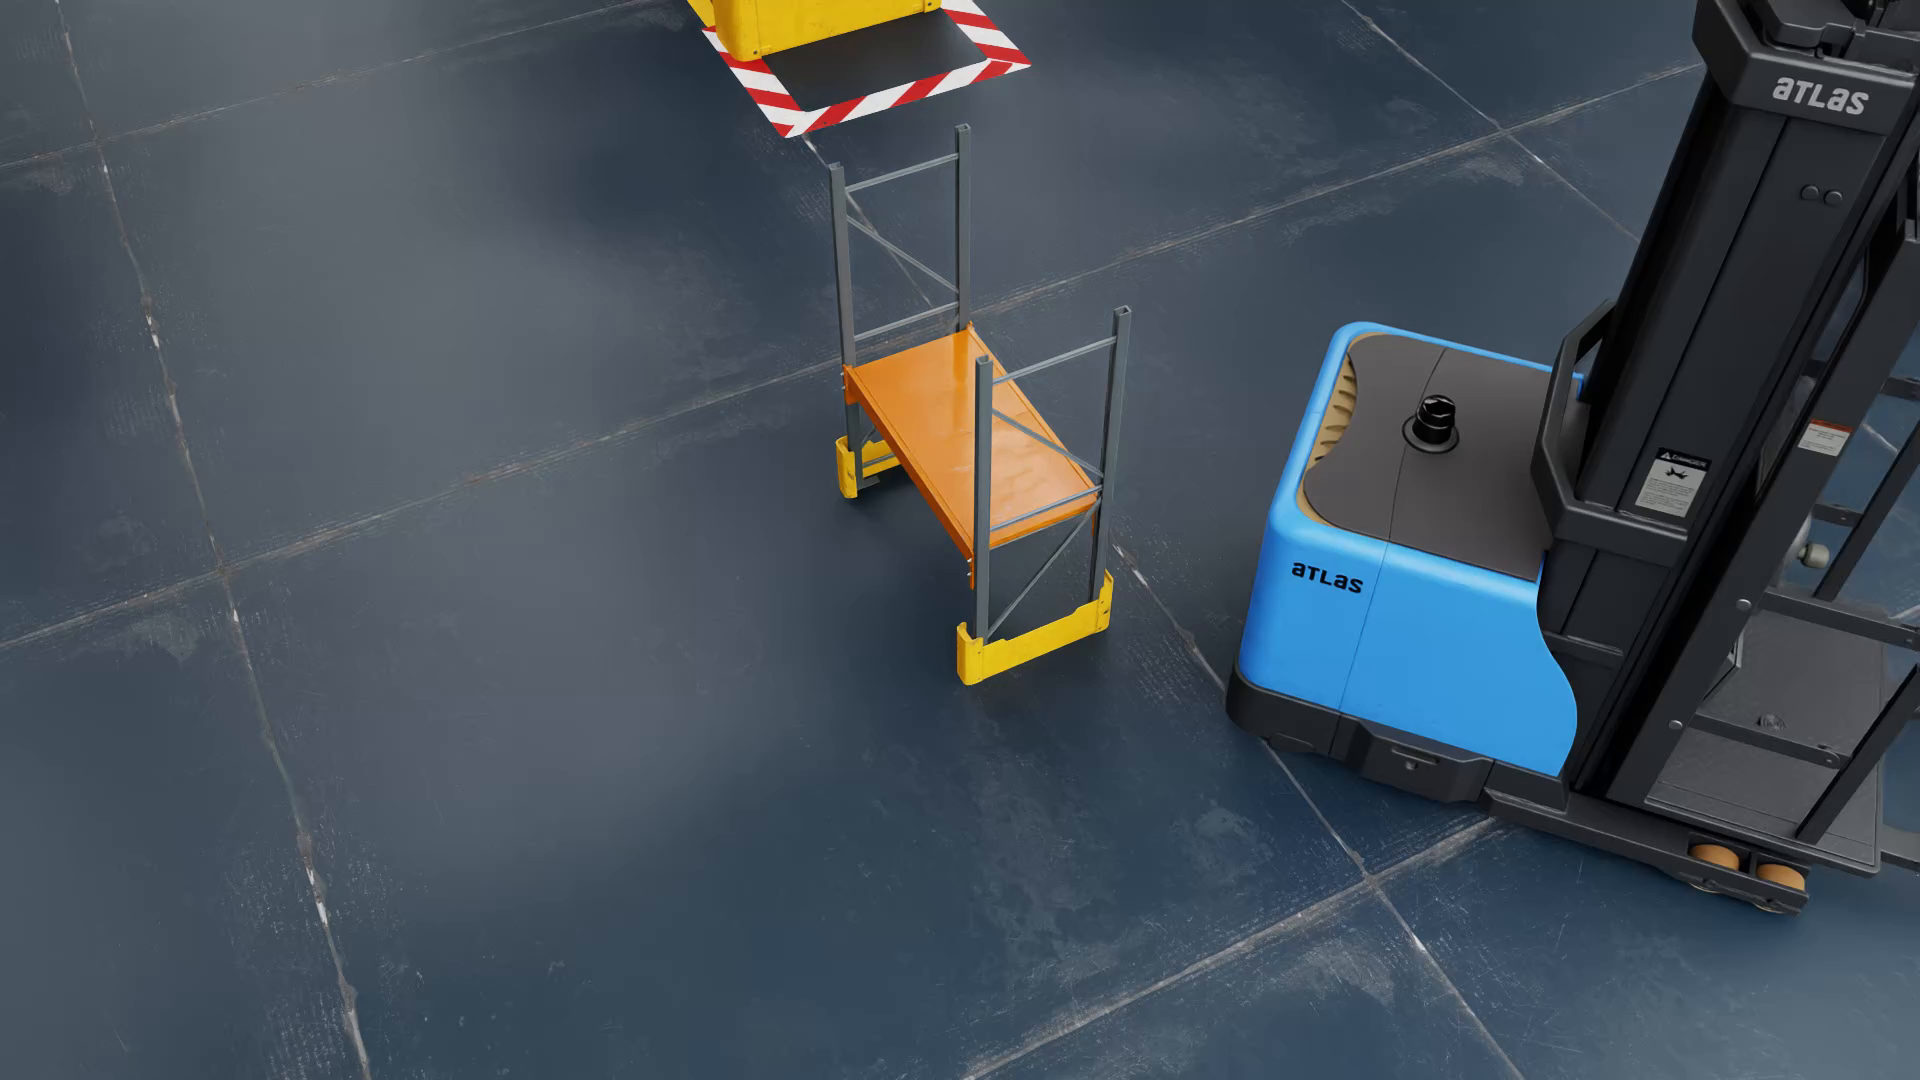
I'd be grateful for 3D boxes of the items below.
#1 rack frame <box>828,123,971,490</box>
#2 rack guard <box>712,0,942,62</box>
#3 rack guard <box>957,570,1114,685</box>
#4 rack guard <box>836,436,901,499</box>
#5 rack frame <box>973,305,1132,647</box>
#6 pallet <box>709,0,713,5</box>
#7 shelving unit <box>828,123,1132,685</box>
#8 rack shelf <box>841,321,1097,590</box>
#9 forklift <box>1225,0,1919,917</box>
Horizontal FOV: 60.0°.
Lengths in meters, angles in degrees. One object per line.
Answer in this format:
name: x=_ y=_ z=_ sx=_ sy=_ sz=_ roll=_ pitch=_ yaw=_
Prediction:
rack frame: x=-0.194 y=-0.777 z=5.933 sx=0.500 sy=1.500 sz=0.032 roll=-21 pitch=52 yaw=-18
rack guard: x=-0.672 y=-2.865 z=8.424 sx=1.175 sy=0.500 sz=0.348 roll=-21 pitch=52 yaw=-18
rack guard: x=0.263 y=0.302 z=5.820 sx=0.587 sy=0.250 sz=0.087 roll=-21 pitch=52 yaw=-18
rack guard: x=-0.193 y=-0.365 z=6.403 sx=0.587 sy=0.250 sz=0.087 roll=-21 pitch=52 yaw=-18
rack frame: x=0.272 y=-0.096 z=5.338 sx=0.500 sy=1.500 sz=0.032 roll=-21 pitch=52 yaw=-18
pallet: x=-1.039 y=-3.316 z=9.010 sx=1.003 sy=0.211 sz=1.213 roll=-21 pitch=52 yaw=-18
shelving unit: x=0.035 y=-0.443 z=5.641 sx=0.587 sy=1.500 sz=1.083 roll=-21 pitch=52 yaw=-18
rack shelf: x=0.039 y=-0.318 z=5.771 sx=0.538 sy=0.185 sz=1.000 roll=-21 pitch=52 yaw=-18
forklift: x=2.472 y=-0.252 z=4.523 sx=3.031 sy=2.935 sz=1.130 roll=16 pitch=51 yaw=14
